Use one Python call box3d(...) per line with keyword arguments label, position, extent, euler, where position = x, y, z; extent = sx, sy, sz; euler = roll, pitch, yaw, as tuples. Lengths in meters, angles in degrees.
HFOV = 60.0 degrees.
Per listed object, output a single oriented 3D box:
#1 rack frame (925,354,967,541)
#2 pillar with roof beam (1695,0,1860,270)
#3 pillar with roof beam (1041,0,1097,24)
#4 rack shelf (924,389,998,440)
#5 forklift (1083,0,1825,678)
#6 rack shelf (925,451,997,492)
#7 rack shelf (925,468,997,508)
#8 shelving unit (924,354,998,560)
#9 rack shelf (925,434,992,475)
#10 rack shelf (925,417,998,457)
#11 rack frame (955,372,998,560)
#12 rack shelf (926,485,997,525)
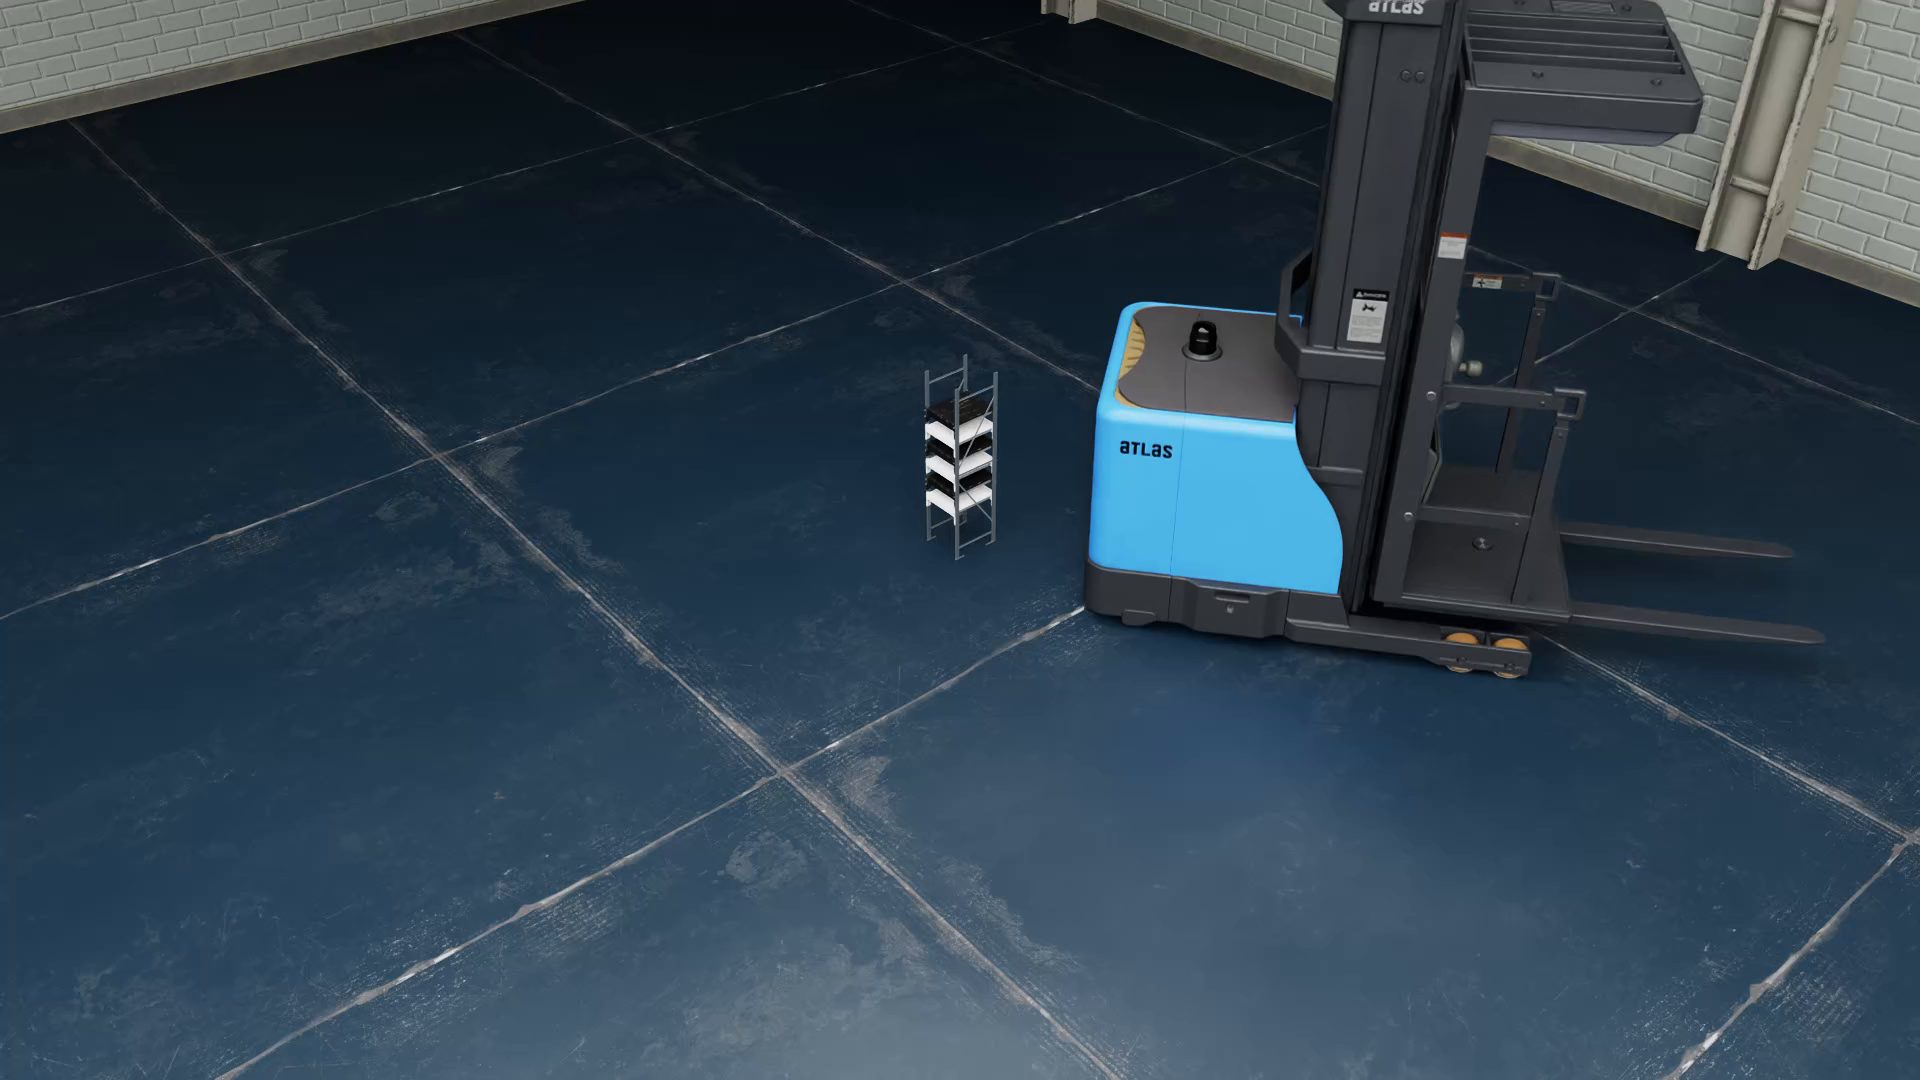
box3d(label="rack frame", position=(-0.060, -0.409, 7.548), extent=(0.240, 0.900, 0.006), euler=(-26, 43, -32))
box3d(label="pillar with roof beam", position=(1.506, -3.840, 5.385), extent=(9.100, 9.000, 0.400), euler=(-26, 43, -32))
box3d(label="pillar with roof beam", position=(-2.366, -6.489, 9.126), extent=(9.100, 9.000, 0.400), euler=(-26, 43, -32))
box3d(label="rack shelf", position=(0.005, -0.557, 7.348), extent=(0.258, 0.077, 0.200), euler=(-26, 43, -32))
box3d(label="forklift", position=(2.106, -0.956, 6.563), extent=(3.031, 2.935, 1.130), euler=(7, 36, 9))
box3d(label="rack shelf", position=(0.005, -0.336, 7.504), extent=(0.258, 0.077, 0.200), euler=(-26, 43, -32))
box3d(label="rack shelf", position=(0.005, -0.263, 7.556), extent=(0.258, 0.077, 0.200), euler=(-26, 43, -32))
box3d(label="shelving unit", position=(0.005, -0.364, 7.485), extent=(0.258, 0.900, 0.210), euler=(-26, 43, -32))
box3d(label="rack shelf", position=(0.005, -0.410, 7.452), extent=(0.258, 0.077, 0.200), euler=(-26, 43, -32))
box3d(label="rack shelf", position=(0.005, -0.483, 7.400), extent=(0.258, 0.077, 0.200), euler=(-26, 43, -32))
box3d(label="rack frame", position=(0.071, -0.319, 7.421), extent=(0.240, 0.900, 0.006), euler=(-26, 43, -32))
box3d(label="rack shelf", position=(0.005, -0.190, 7.608), extent=(0.258, 0.077, 0.200), euler=(-26, 43, -32))
